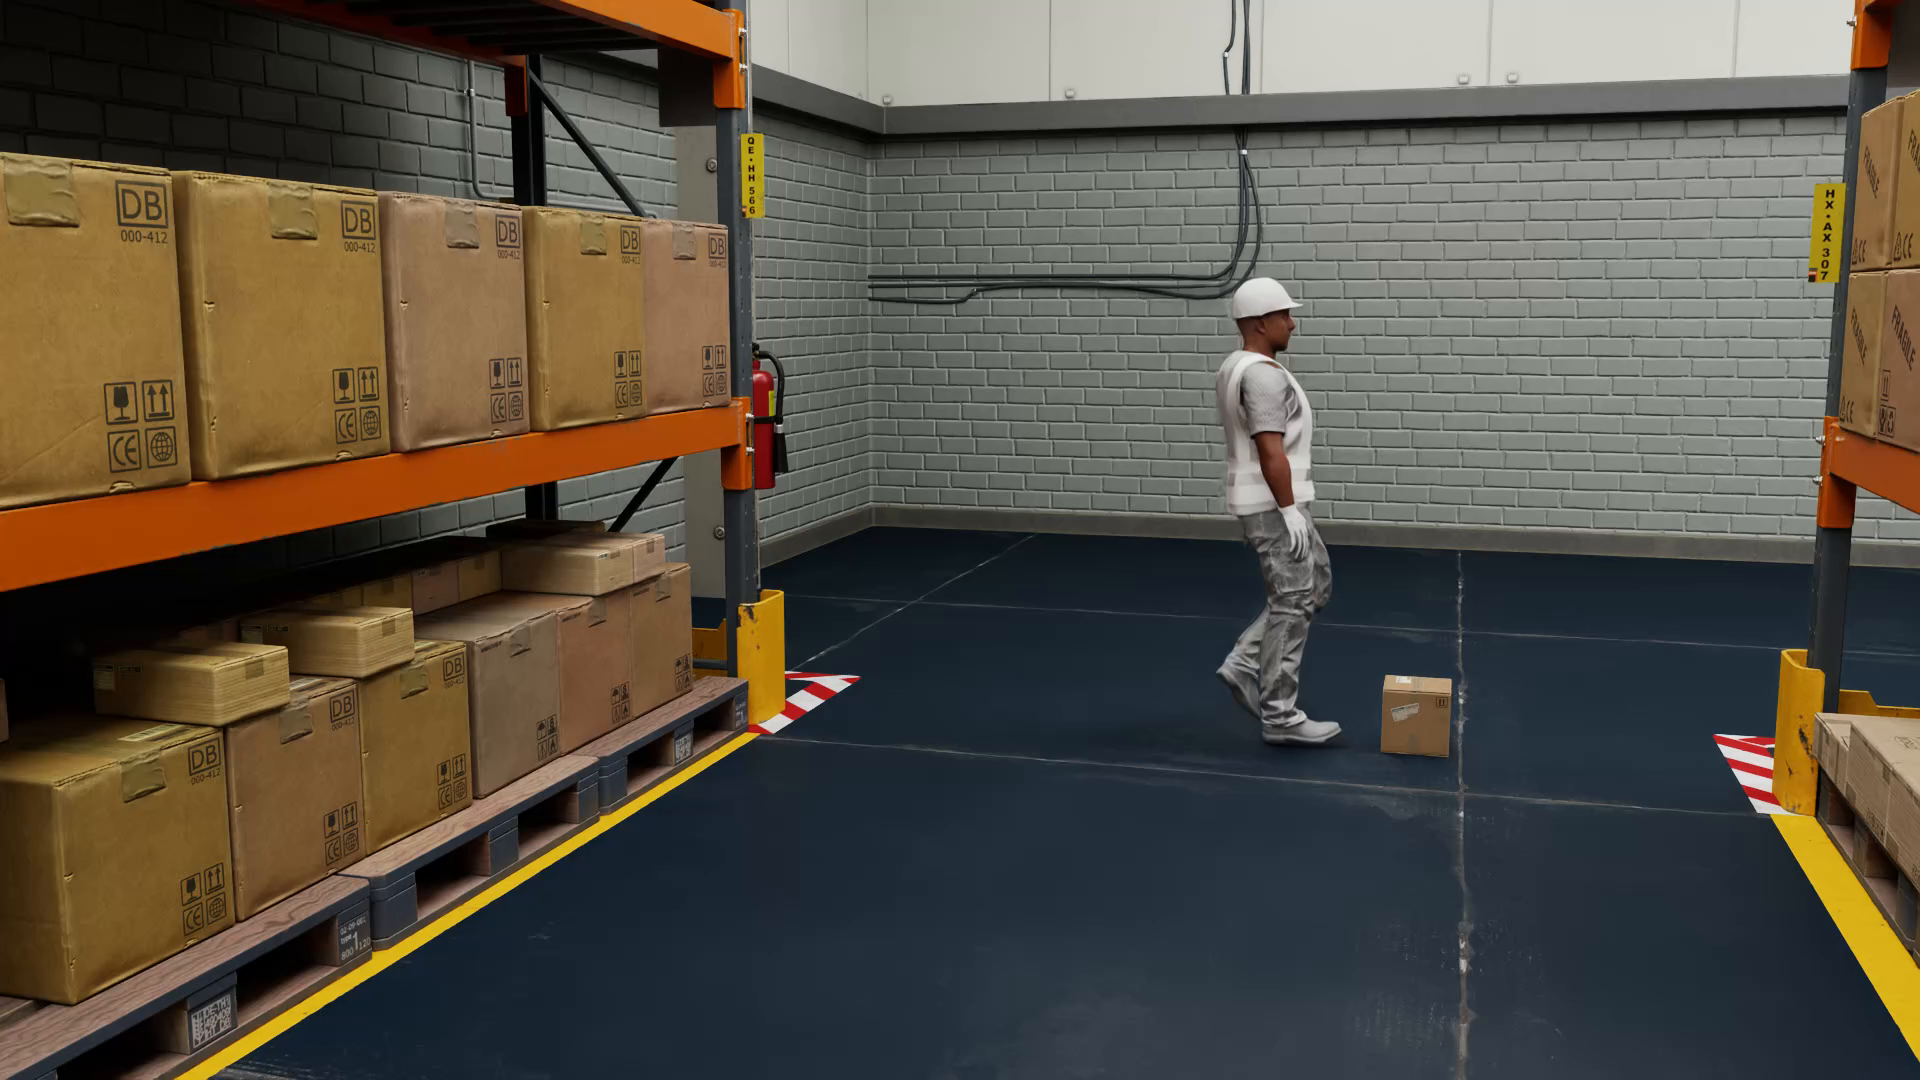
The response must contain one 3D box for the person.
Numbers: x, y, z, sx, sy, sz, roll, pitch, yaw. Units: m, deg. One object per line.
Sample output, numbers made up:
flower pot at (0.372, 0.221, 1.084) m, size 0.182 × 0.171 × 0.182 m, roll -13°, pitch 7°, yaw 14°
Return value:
person at (1.243, -0.117, 6.434) m, size 0.485 × 1.775 × 0.591 m, roll 0°, pitch 8°, yaw 0°
